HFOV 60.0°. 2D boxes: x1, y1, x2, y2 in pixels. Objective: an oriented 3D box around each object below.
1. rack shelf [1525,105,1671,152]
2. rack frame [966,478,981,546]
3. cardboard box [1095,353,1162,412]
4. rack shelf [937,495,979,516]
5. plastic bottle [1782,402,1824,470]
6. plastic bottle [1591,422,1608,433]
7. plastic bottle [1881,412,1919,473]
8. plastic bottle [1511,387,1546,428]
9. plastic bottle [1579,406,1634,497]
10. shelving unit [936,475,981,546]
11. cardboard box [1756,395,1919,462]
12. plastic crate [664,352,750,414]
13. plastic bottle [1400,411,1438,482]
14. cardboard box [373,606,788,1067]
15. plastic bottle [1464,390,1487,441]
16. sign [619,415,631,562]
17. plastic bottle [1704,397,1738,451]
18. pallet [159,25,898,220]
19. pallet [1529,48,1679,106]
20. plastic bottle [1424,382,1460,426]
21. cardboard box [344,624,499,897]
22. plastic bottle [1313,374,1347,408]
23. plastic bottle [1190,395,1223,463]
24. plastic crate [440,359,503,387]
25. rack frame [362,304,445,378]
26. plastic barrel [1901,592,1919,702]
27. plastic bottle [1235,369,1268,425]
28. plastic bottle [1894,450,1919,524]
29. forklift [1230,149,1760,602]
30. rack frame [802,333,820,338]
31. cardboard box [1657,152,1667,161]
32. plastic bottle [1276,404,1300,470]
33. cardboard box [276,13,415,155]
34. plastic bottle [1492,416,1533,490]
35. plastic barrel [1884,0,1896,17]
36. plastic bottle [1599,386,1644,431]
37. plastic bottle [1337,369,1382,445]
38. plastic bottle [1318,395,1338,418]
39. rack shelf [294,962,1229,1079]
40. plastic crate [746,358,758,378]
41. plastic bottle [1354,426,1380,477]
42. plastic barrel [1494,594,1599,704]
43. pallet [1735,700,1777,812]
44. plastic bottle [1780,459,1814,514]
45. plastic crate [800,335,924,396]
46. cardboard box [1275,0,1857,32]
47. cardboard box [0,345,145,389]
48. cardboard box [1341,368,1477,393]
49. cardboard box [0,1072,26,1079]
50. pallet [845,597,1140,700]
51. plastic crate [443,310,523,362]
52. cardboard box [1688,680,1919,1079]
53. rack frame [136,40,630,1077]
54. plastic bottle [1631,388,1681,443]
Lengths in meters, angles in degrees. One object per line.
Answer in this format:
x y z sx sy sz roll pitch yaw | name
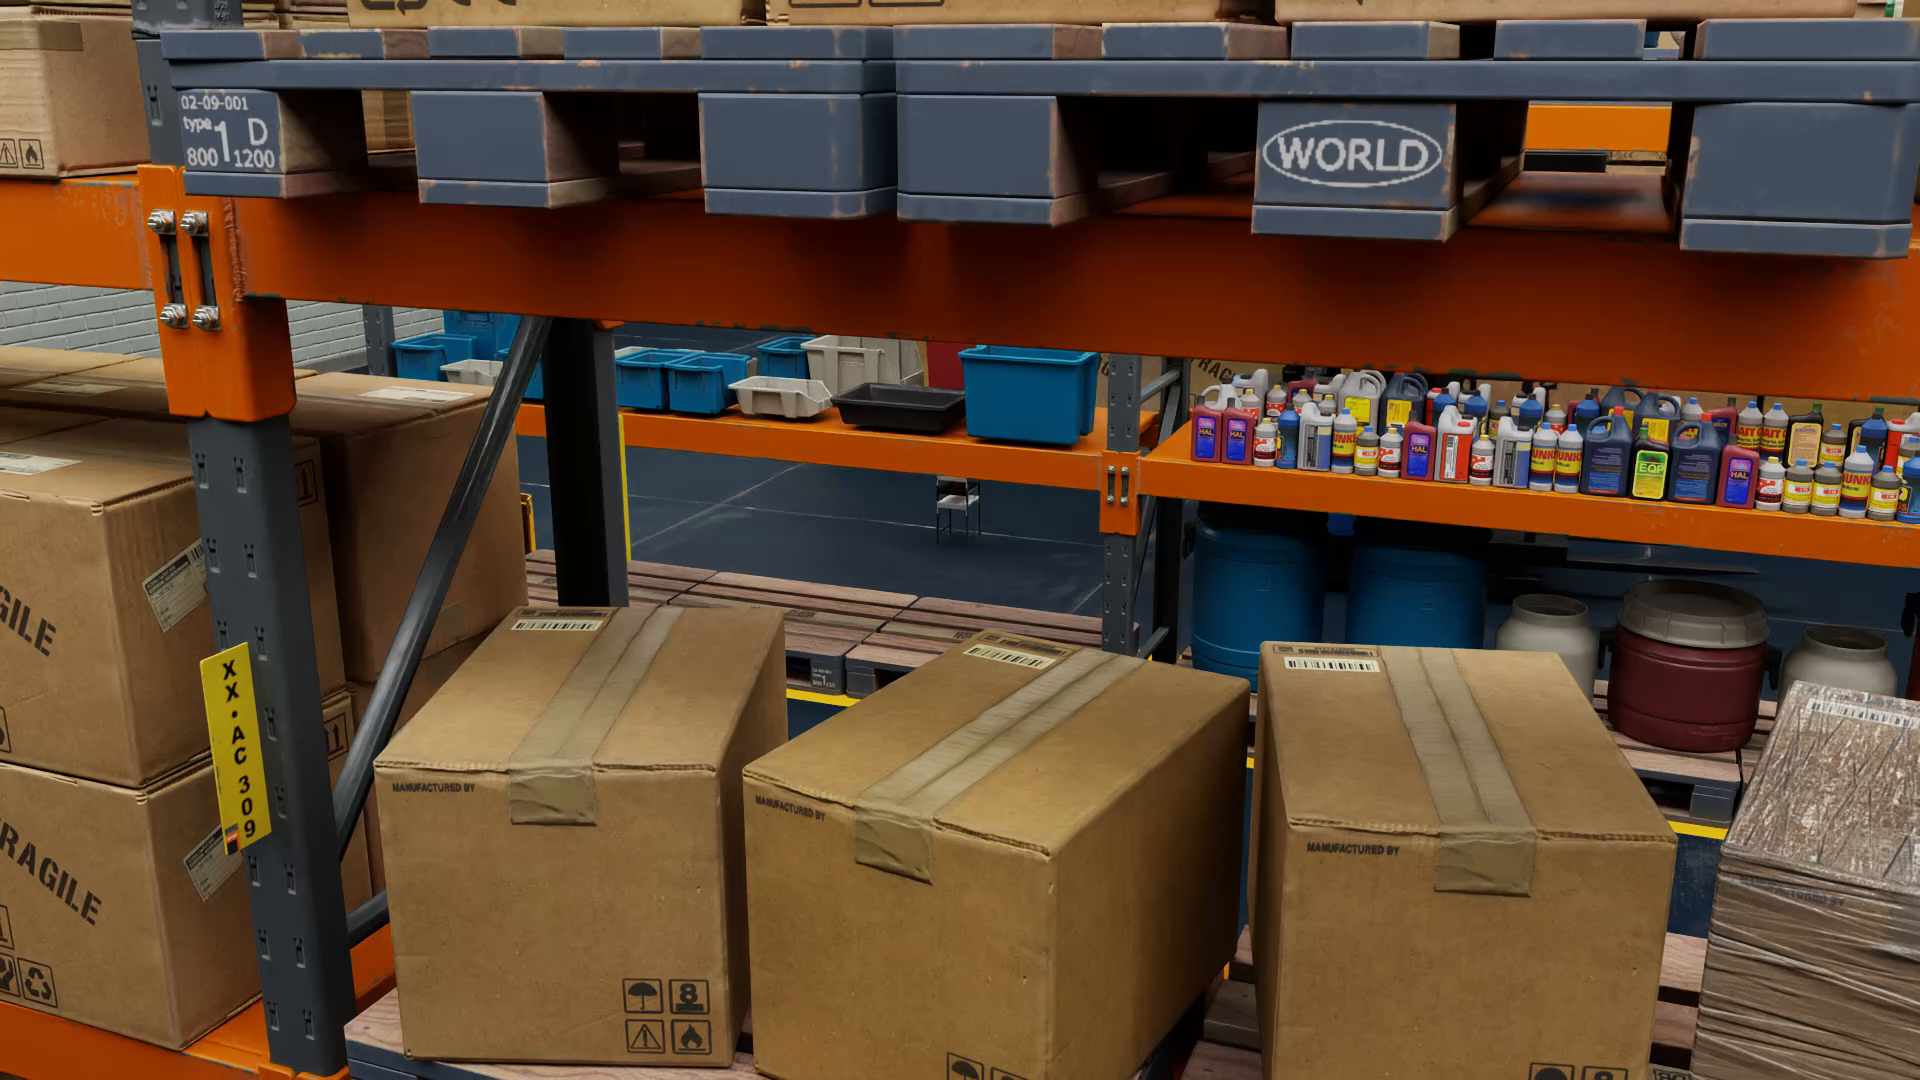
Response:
2.740 -1.573 6.621 4.000 0.370 1.077 6 17 21 | rack shelf
0.087 -0.423 10.515 0.006 0.900 0.240 6 17 21 | rack frame
1.275 -1.328 12.927 0.875 0.875 0.875 6 17 21 | cardboard box
-0.008 -0.228 10.611 0.200 0.077 0.258 6 17 21 | rack shelf
3.564 -0.442 7.024 0.133 0.283 0.061 6 17 21 | plastic bottle
2.579 -0.354 6.745 0.097 0.271 0.097 0 16 0 | plastic bottle
3.886 -0.389 6.856 0.135 0.276 0.152 6 17 21 | plastic bottle
2.515 -0.540 7.375 0.135 0.276 0.152 6 17 21 | plastic bottle
2.576 -0.357 6.611 0.185 0.351 0.144 6 17 21 | plastic bottle
-0.008 -0.433 10.551 0.210 0.900 0.258 6 17 21 | shelving unit
5.784 -0.815 11.158 0.875 0.875 1.225 5 17 18 | cardboard box
-1.229 -0.764 8.117 0.300 0.233 0.416 6 17 21 | plastic crate
1.890 -0.387 6.837 0.133 0.283 0.061 6 17 21 | plastic bottle
-0.583 0.459 2.781 0.500 0.500 0.700 1 16 2 | cardboard box
2.271 -0.527 7.340 0.097 0.271 0.097 0 16 0 | plastic bottle
-0.741 -0.098 3.555 0.005 0.325 0.100 6 17 21 | sign
3.258 -0.475 7.140 0.133 0.283 0.061 6 17 21 | plastic bottle
-0.360 -0.663 2.535 1.003 0.211 1.213 6 17 21 | pallet
2.701 -1.862 6.666 1.213 0.211 1.003 6 17 21 | pallet
2.174 -0.577 7.504 0.135 0.276 0.152 6 17 21 | plastic bottle
-1.316 0.431 3.629 0.500 0.500 0.500 7 18 22 | cardboard box
1.705 -0.629 7.682 0.135 0.276 0.152 6 17 21 | plastic bottle
1.064 -0.478 7.150 0.133 0.283 0.061 6 17 21 | plastic bottle
-2.465 -0.829 8.513 0.298 0.136 0.250 6 17 21 | plastic crate
-2.841 -1.091 9.053 0.127 3.000 1.000 6 17 21 | rack frame
4.139 0.522 6.635 0.708 0.830 0.600 6 17 21 | plastic barrel
1.365 -0.666 7.811 0.135 0.276 0.152 6 17 21 | plastic bottle
3.571 -0.202 6.220 0.097 0.271 0.097 0 16 0 | plastic bottle
3.061 -1.203 9.561 3.031 2.935 1.130 4 17 13 | forklift
-1.024 -2.376 13.478 0.127 3.000 1.000 6 17 21 | rack frame
8.537 -4.744 19.662 0.500 0.500 0.500 6 17 21 | cardboard box
1.393 -0.442 7.046 0.097 0.271 0.097 0 16 0 | plastic bottle
-1.303 -0.880 3.215 0.500 0.250 0.500 6 17 21 | cardboard box
2.247 -0.358 6.749 0.135 0.276 0.152 6 17 21 | plastic bottle
3.699 -2.009 6.358 0.294 0.245 0.294 0 16 0 | plastic barrel
2.879 -0.537 7.231 0.185 0.351 0.144 6 17 21 | plastic bottle
1.802 -0.612 7.490 0.185 0.351 0.144 6 17 21 | plastic bottle
1.676 -0.559 7.575 0.097 0.201 0.097 0 16 0 | plastic bottle
0.919 1.152 2.615 4.000 0.370 1.077 6 17 21 | rack shelf
-1.202 -0.876 8.677 0.250 0.136 0.298 6 17 21 | plastic crate
1.699 -0.374 6.939 0.097 0.201 0.097 0 16 0 | plastic bottle
2.531 0.524 7.197 0.421 0.512 0.421 0 16 0 | plastic barrel
3.852 0.996 6.864 1.213 0.211 1.003 6 17 21 | pallet
3.209 -0.208 6.367 0.097 0.201 0.097 0 16 0 | plastic bottle
-0.473 -0.858 8.354 0.530 0.282 0.437 6 17 21 | plastic crate
0.742 -0.930 2.004 0.600 0.600 0.600 6 17 18 | cardboard box
-2.235 -0.153 3.847 0.500 0.500 0.500 6 17 19 | cardboard box
3.300 -1.088 12.099 0.875 0.875 1.225 6 17 21 | cardboard box
-2.691 1.399 4.164 0.637 0.503 0.797 6 17 21 | cardboard box
0.181 0.592 8.257 1.213 0.211 1.003 6 17 21 | pallet
-2.461 -1.151 9.089 0.499 0.435 0.616 6 17 21 | plastic crate
1.372 0.583 2.352 0.500 0.500 0.700 10 19 31 | cardboard box
-0.941 0.602 3.220 0.127 3.000 1.000 6 17 21 | rack frame
2.949 -0.484 7.048 0.185 0.351 0.144 6 17 21 | plastic bottle
